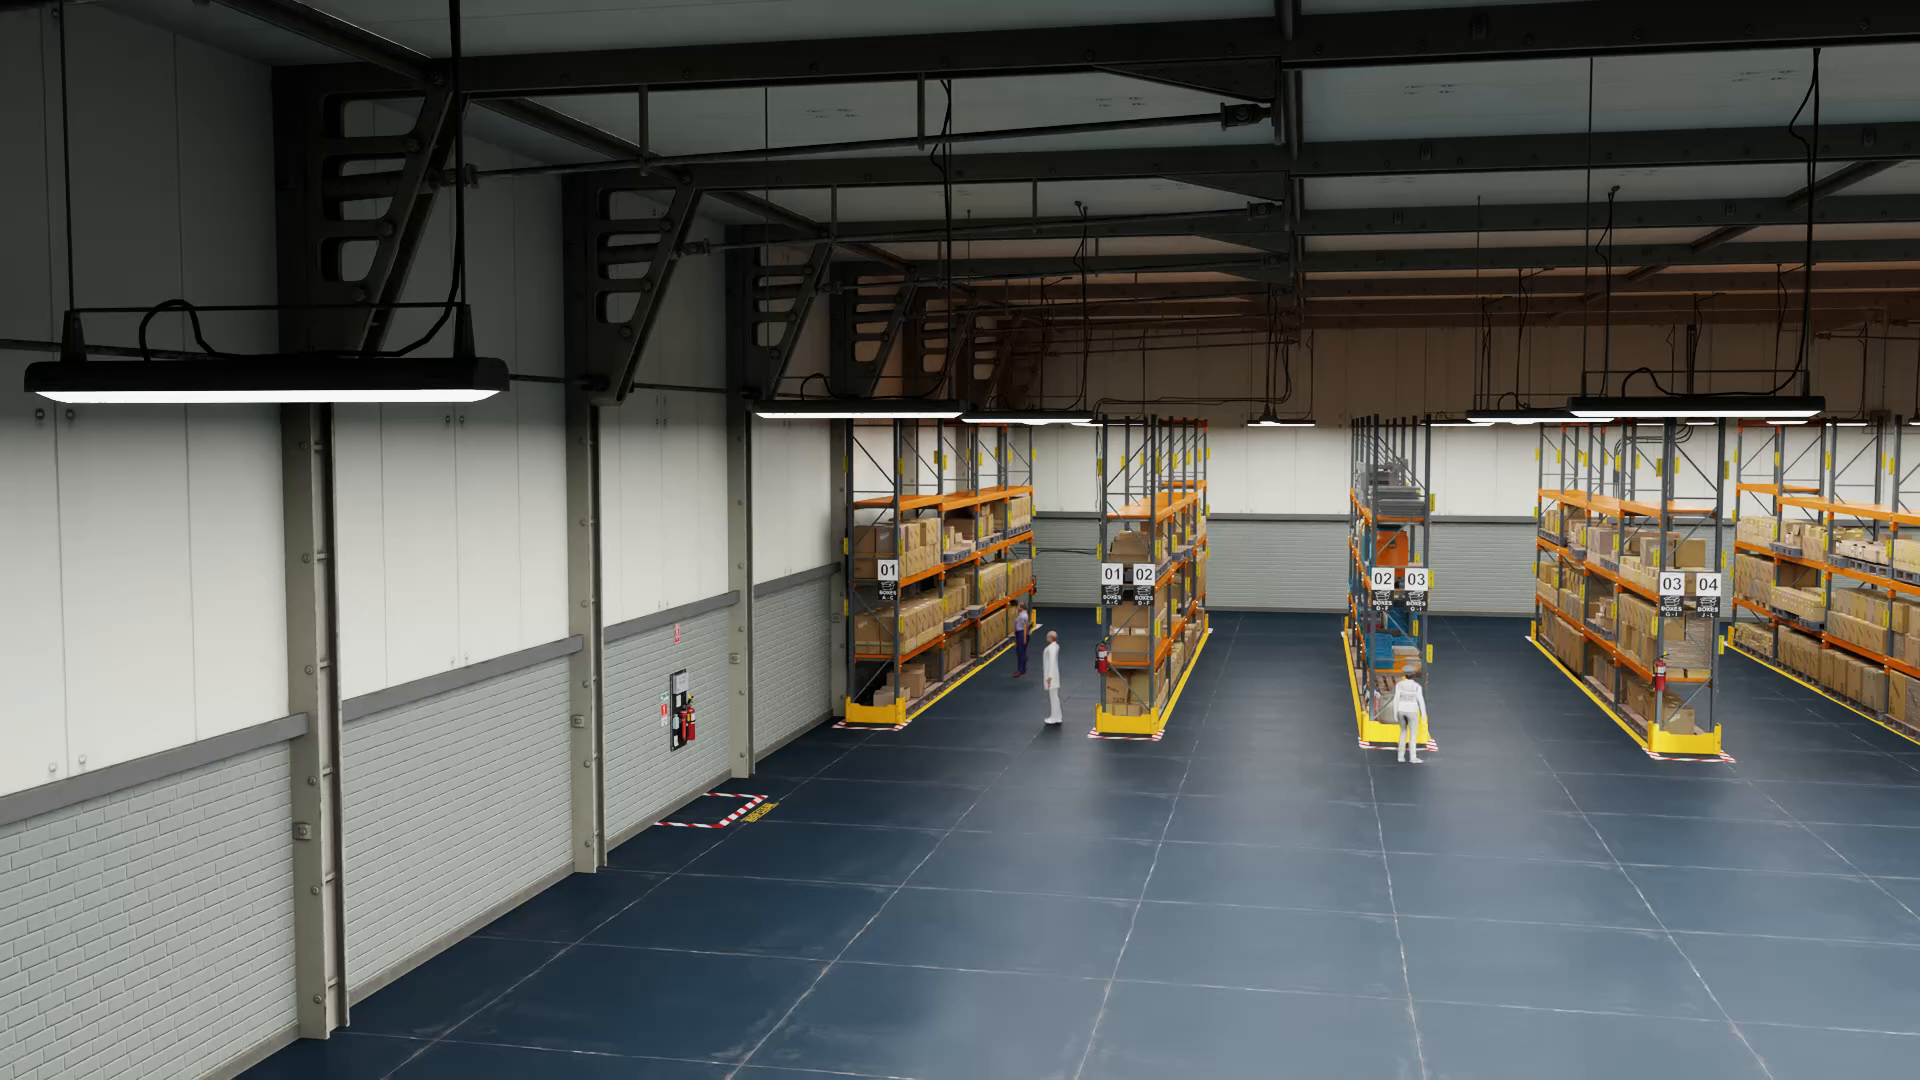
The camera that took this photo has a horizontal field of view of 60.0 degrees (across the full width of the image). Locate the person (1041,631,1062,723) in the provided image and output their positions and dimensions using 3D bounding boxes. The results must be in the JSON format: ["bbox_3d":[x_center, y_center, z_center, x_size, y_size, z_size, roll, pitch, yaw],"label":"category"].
[{"bbox_3d":[1.792,2.684,32.426,0.411,1.826,0.684,0,4,7],"label":"person"}]

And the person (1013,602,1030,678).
[{"bbox_3d":[1.389,2.252,37.703,0.393,1.673,0.609,0,4,-2],"label":"person"}]

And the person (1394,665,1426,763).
[{"bbox_3d":[7.715,2.992,28.508,0.525,1.710,0.400,4,5,44],"label":"person"}]
